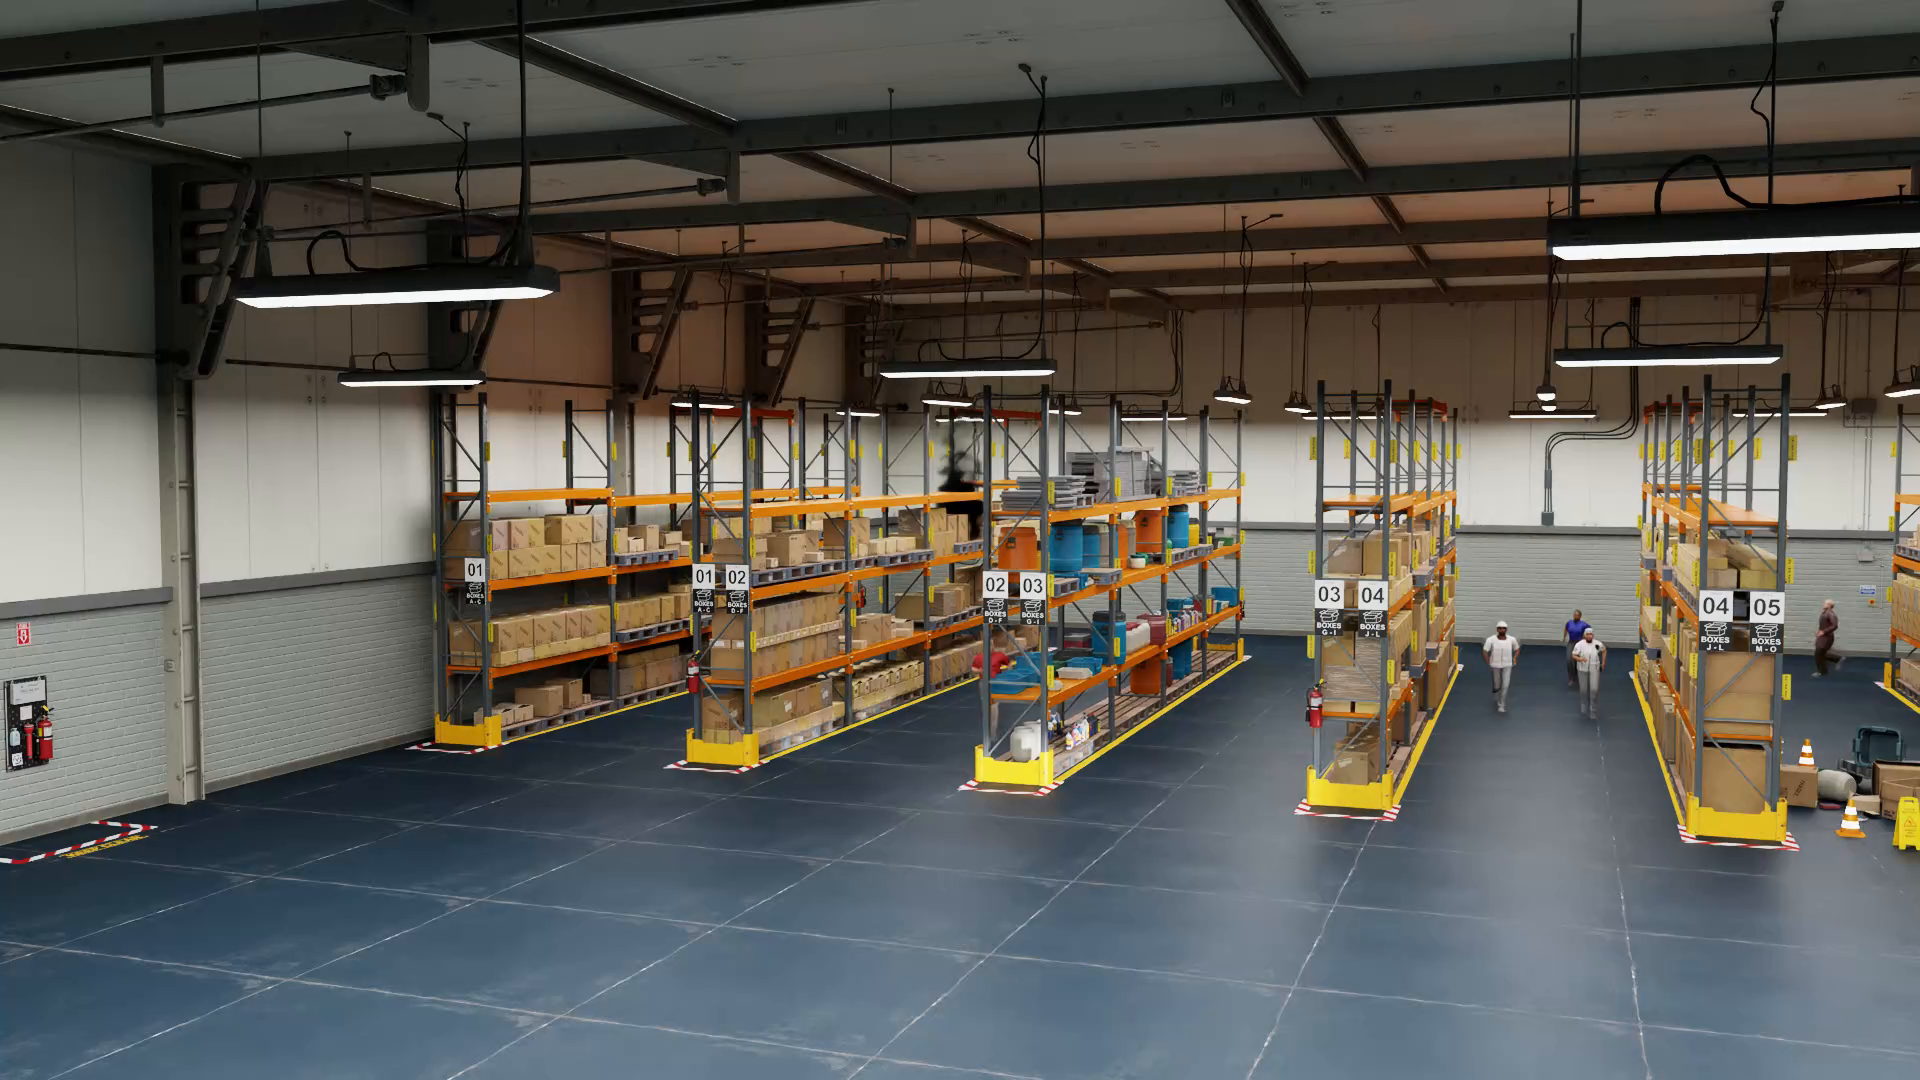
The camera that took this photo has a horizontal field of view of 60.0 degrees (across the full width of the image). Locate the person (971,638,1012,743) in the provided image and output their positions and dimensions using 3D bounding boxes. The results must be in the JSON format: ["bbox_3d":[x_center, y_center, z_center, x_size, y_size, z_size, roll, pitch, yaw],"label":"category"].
[{"bbox_3d":[0.529,2.594,28.953,0.642,1.784,0.845,1,3,20],"label":"person"}]

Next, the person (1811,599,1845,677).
[{"bbox_3d":[19.274,2.186,36.856,0.687,1.742,0.710,1,3,19],"label":"person"}]

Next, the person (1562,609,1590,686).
[{"bbox_3d":[13.311,2.317,35.811,0.594,1.663,0.772,2,4,33],"label":"person"}]

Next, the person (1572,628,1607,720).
[{"bbox_3d":[11.857,2.517,31.358,0.612,1.745,0.768,1,3,22],"label":"person"}]

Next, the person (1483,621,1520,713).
[{"bbox_3d":[10.448,2.434,32.079,0.699,1.738,0.758,1,3,13],"label":"person"}]
